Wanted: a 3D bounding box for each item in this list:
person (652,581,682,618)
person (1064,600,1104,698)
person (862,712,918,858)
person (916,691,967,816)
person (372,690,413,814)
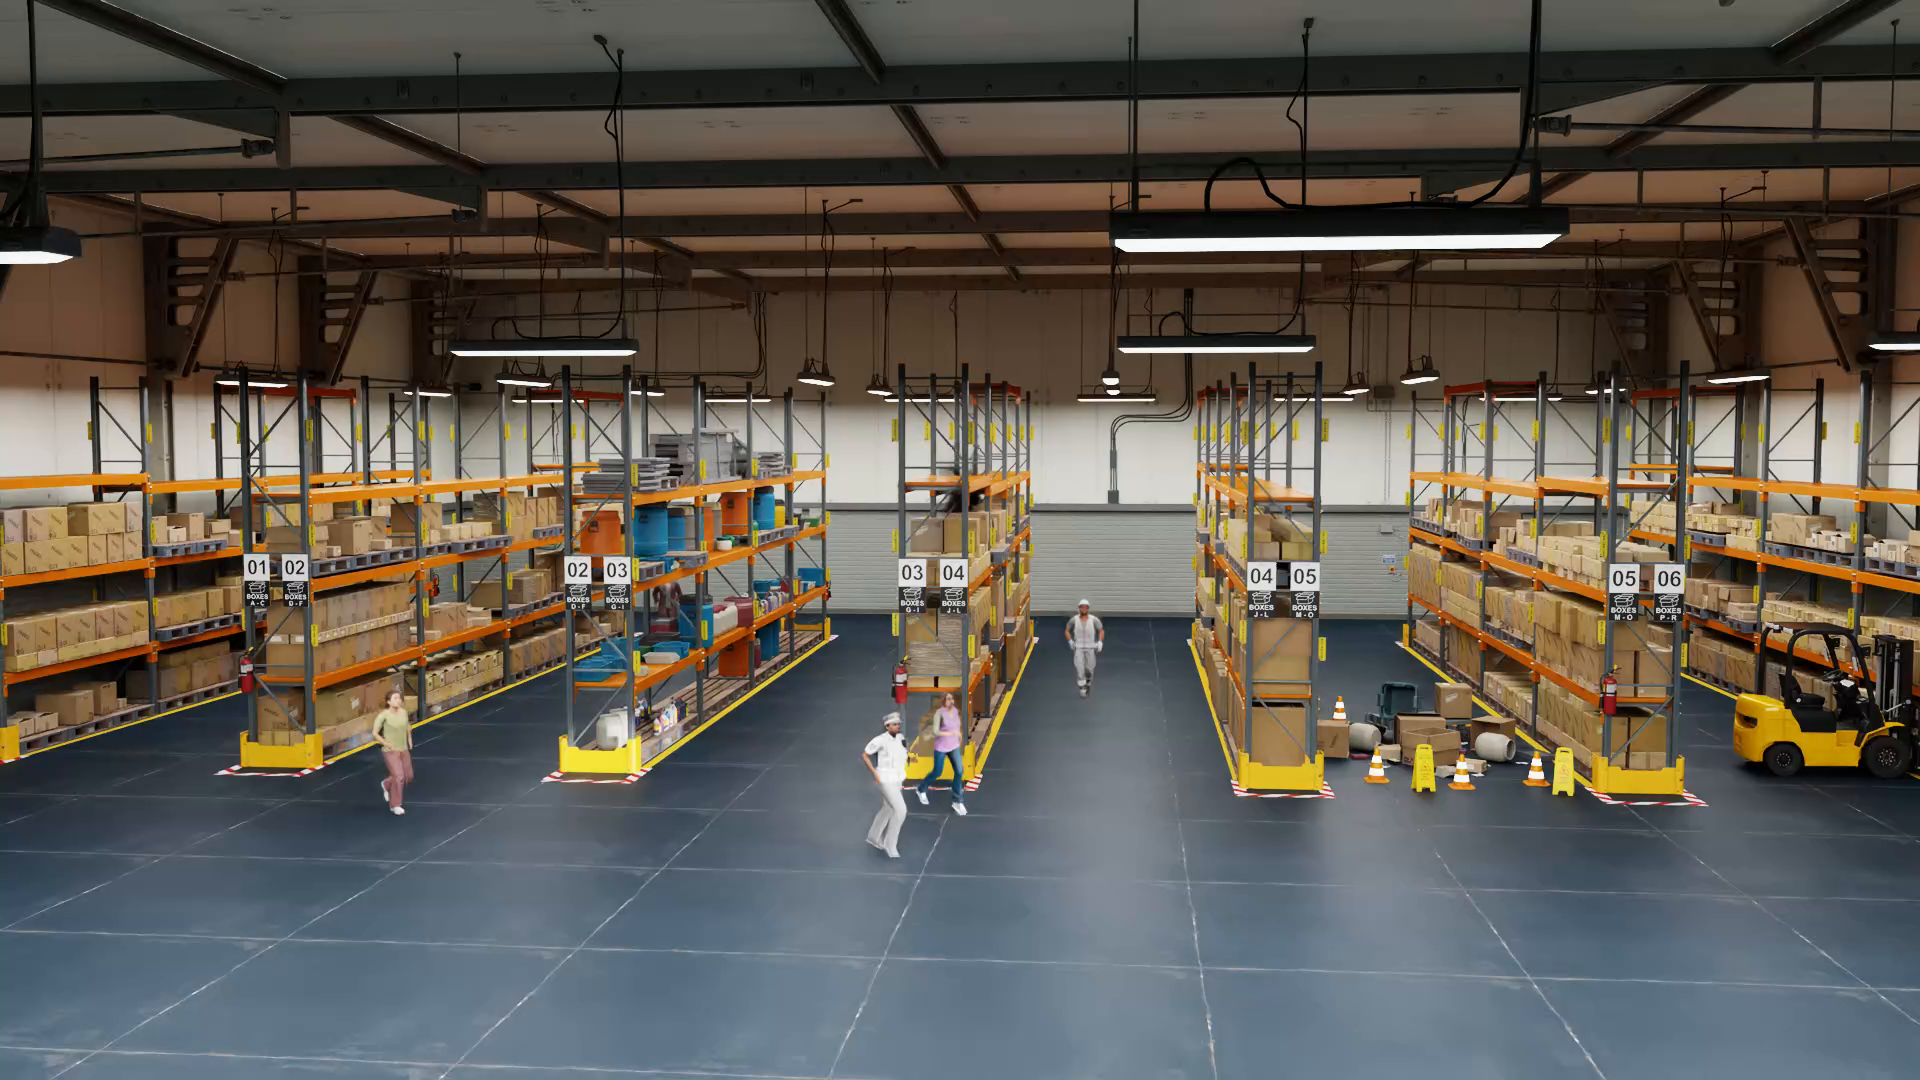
[{"bbox_3d":[-6.939,1.604,39.492,0.702,1.729,0.603,-1,4,-14],"label":"person"},{"bbox_3d":[2.213,1.935,29.641,0.702,1.755,0.566,0,4,2],"label":"person"},{"bbox_3d":[-0.813,2.906,19.807,0.728,1.754,0.545,3,5,36],"label":"person"},{"bbox_3d":[-0.206,2.801,22.012,0.549,1.605,0.832,-3,5,-37],"label":"person"},{"bbox_3d":[-7.514,2.783,21.985,0.573,1.629,0.608,2,4,32],"label":"person"}]
